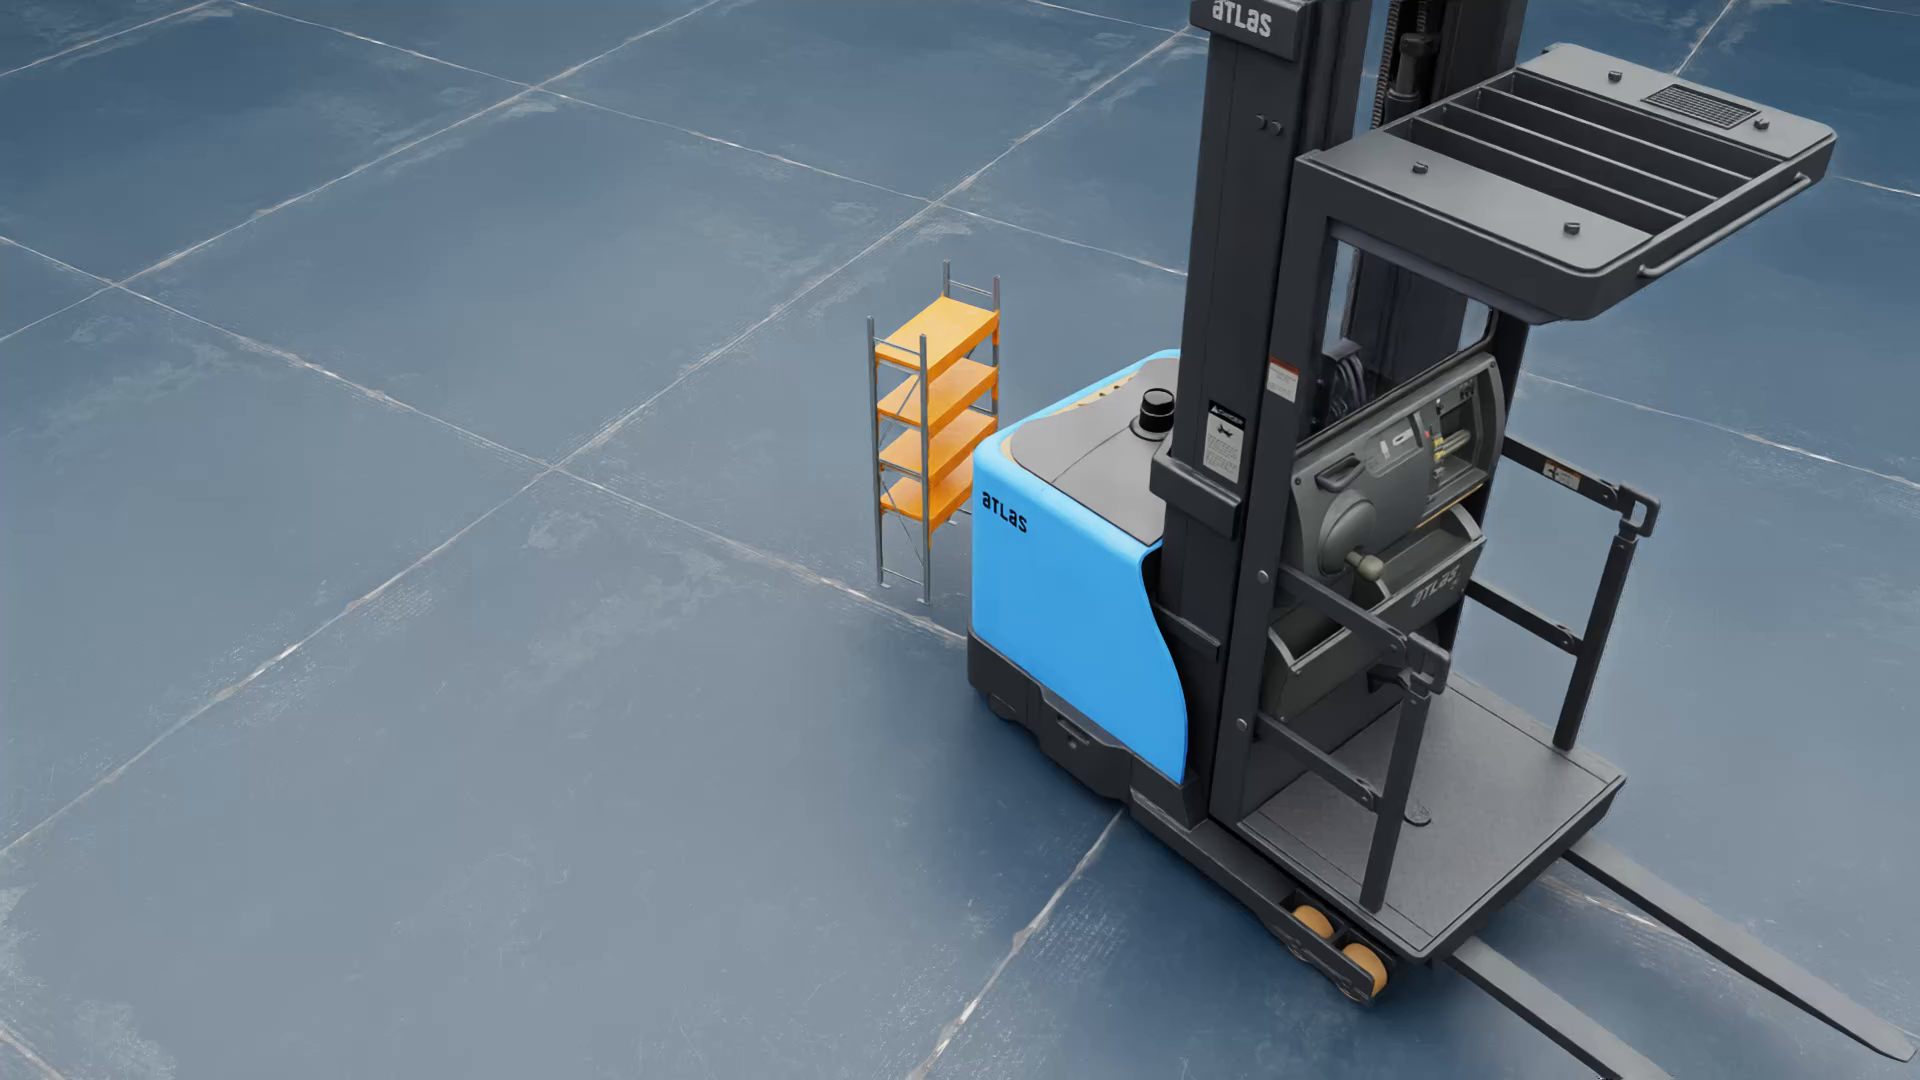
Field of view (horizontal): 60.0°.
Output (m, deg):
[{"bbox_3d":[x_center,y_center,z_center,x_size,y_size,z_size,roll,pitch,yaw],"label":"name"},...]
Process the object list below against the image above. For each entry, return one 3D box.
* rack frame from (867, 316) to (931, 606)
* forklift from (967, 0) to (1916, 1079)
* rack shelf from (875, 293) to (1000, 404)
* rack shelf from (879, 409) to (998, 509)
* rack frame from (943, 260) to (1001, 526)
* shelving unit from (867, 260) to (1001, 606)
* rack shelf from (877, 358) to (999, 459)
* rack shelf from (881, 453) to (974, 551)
[{"bbox_3d":[-0.219,-0.264,6.110,0.240,1.200,0.015,21,42,25],"label":"rack frame"},{"bbox_3d":[1.377,-0.141,4.533,1.130,2.935,3.031,-28,46,-32],"label":"forklift"},{"bbox_3d":[-0.089,-0.701,6.033,0.258,0.148,0.480,21,42,25],"label":"rack shelf"},{"bbox_3d":[-0.089,-0.337,6.314,0.258,0.148,0.480,21,42,25],"label":"rack shelf"},{"bbox_3d":[0.042,-0.516,6.436,0.240,1.200,0.015,21,42,25],"label":"rack frame"},{"bbox_3d":[-0.089,-0.390,6.273,0.258,1.200,0.503,21,42,25],"label":"shelving unit"},{"bbox_3d":[-0.089,-0.514,6.177,0.258,0.148,0.480,21,42,25],"label":"rack shelf"},{"bbox_3d":[-0.089,-0.179,6.435,0.258,0.148,0.480,21,42,25],"label":"rack shelf"}]
